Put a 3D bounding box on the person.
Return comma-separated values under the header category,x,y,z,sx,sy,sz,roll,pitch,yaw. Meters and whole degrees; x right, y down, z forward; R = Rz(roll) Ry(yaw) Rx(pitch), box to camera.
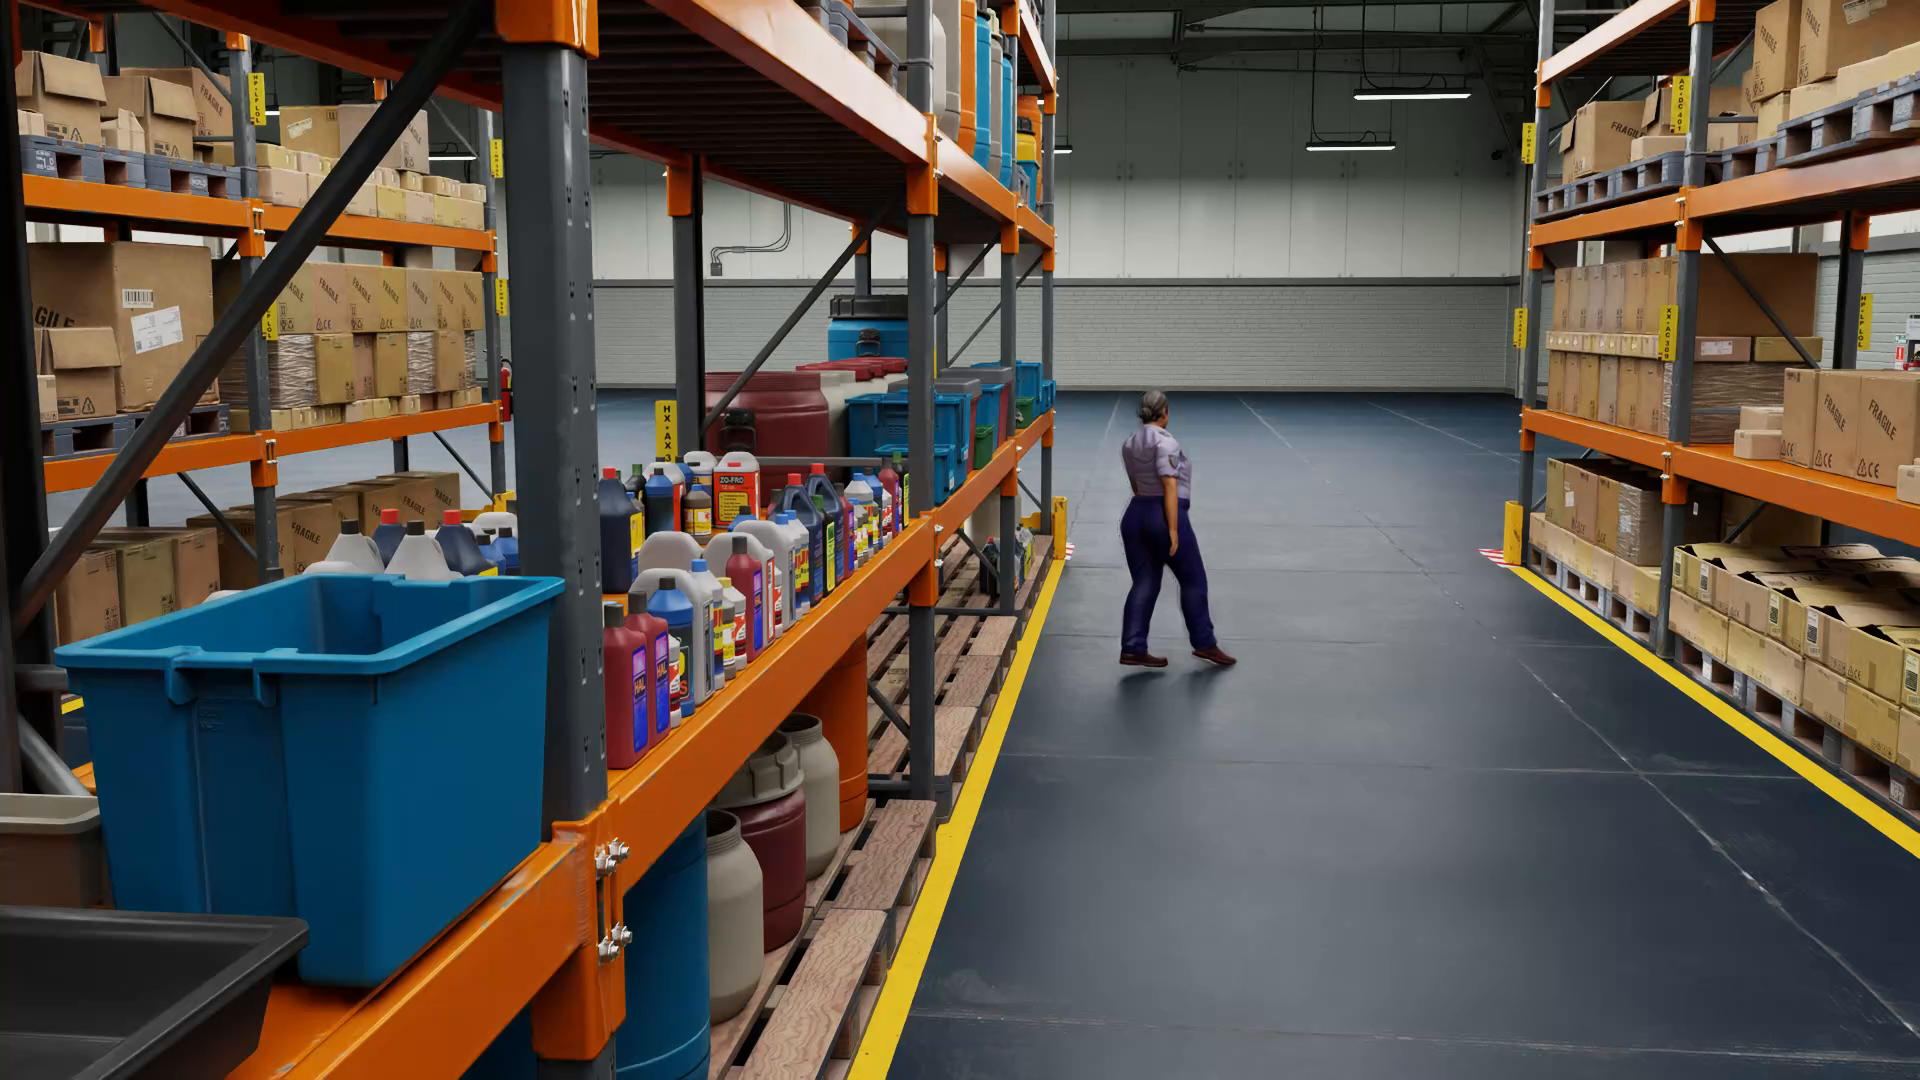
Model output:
category,x,y,z,sx,sy,sz,roll,pitch,yaw
person,1.246,-0.059,9.838,0.736,1.651,0.557,-6,10,-36
